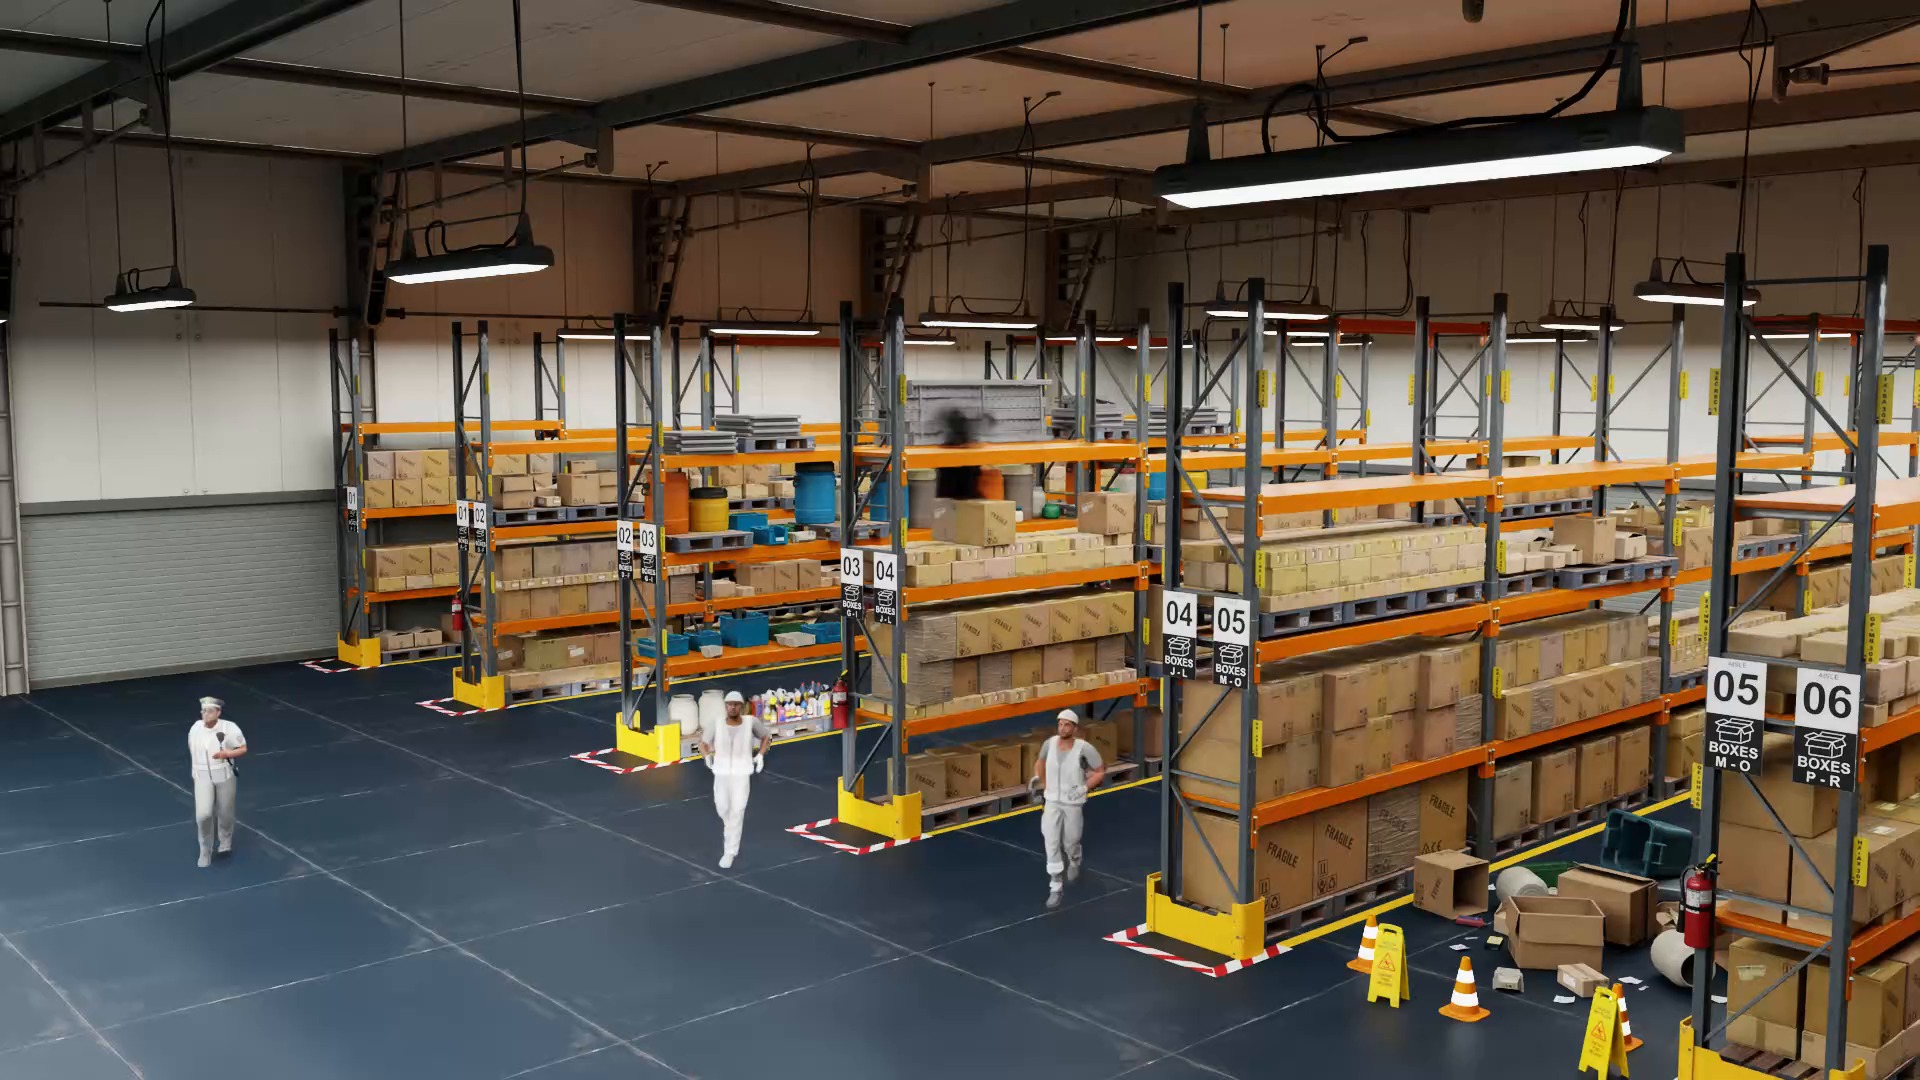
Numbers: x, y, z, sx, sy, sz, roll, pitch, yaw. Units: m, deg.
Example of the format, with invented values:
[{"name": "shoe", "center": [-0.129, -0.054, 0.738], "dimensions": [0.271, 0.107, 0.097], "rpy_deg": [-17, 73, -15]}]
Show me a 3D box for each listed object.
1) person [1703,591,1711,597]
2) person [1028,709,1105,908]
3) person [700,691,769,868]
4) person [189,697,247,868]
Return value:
[{"name": "person", "center": [11.794, 1.721, 26.178], "dimensions": [0.764, 1.849, 0.722], "rpy_deg": [-4, 7, -37]}, {"name": "person", "center": [1.004, 2.478, 15.621], "dimensions": [0.711, 1.796, 0.806], "rpy_deg": [3, 6, 25]}, {"name": "person", "center": [-2.395, 2.476, 17.564], "dimensions": [0.711, 1.776, 0.983], "rpy_deg": [0, 6, 1]}, {"name": "person", "center": [-7.888, 2.565, 17.659], "dimensions": [0.624, 1.860, 0.777], "rpy_deg": [-1, 6, -13]}]
